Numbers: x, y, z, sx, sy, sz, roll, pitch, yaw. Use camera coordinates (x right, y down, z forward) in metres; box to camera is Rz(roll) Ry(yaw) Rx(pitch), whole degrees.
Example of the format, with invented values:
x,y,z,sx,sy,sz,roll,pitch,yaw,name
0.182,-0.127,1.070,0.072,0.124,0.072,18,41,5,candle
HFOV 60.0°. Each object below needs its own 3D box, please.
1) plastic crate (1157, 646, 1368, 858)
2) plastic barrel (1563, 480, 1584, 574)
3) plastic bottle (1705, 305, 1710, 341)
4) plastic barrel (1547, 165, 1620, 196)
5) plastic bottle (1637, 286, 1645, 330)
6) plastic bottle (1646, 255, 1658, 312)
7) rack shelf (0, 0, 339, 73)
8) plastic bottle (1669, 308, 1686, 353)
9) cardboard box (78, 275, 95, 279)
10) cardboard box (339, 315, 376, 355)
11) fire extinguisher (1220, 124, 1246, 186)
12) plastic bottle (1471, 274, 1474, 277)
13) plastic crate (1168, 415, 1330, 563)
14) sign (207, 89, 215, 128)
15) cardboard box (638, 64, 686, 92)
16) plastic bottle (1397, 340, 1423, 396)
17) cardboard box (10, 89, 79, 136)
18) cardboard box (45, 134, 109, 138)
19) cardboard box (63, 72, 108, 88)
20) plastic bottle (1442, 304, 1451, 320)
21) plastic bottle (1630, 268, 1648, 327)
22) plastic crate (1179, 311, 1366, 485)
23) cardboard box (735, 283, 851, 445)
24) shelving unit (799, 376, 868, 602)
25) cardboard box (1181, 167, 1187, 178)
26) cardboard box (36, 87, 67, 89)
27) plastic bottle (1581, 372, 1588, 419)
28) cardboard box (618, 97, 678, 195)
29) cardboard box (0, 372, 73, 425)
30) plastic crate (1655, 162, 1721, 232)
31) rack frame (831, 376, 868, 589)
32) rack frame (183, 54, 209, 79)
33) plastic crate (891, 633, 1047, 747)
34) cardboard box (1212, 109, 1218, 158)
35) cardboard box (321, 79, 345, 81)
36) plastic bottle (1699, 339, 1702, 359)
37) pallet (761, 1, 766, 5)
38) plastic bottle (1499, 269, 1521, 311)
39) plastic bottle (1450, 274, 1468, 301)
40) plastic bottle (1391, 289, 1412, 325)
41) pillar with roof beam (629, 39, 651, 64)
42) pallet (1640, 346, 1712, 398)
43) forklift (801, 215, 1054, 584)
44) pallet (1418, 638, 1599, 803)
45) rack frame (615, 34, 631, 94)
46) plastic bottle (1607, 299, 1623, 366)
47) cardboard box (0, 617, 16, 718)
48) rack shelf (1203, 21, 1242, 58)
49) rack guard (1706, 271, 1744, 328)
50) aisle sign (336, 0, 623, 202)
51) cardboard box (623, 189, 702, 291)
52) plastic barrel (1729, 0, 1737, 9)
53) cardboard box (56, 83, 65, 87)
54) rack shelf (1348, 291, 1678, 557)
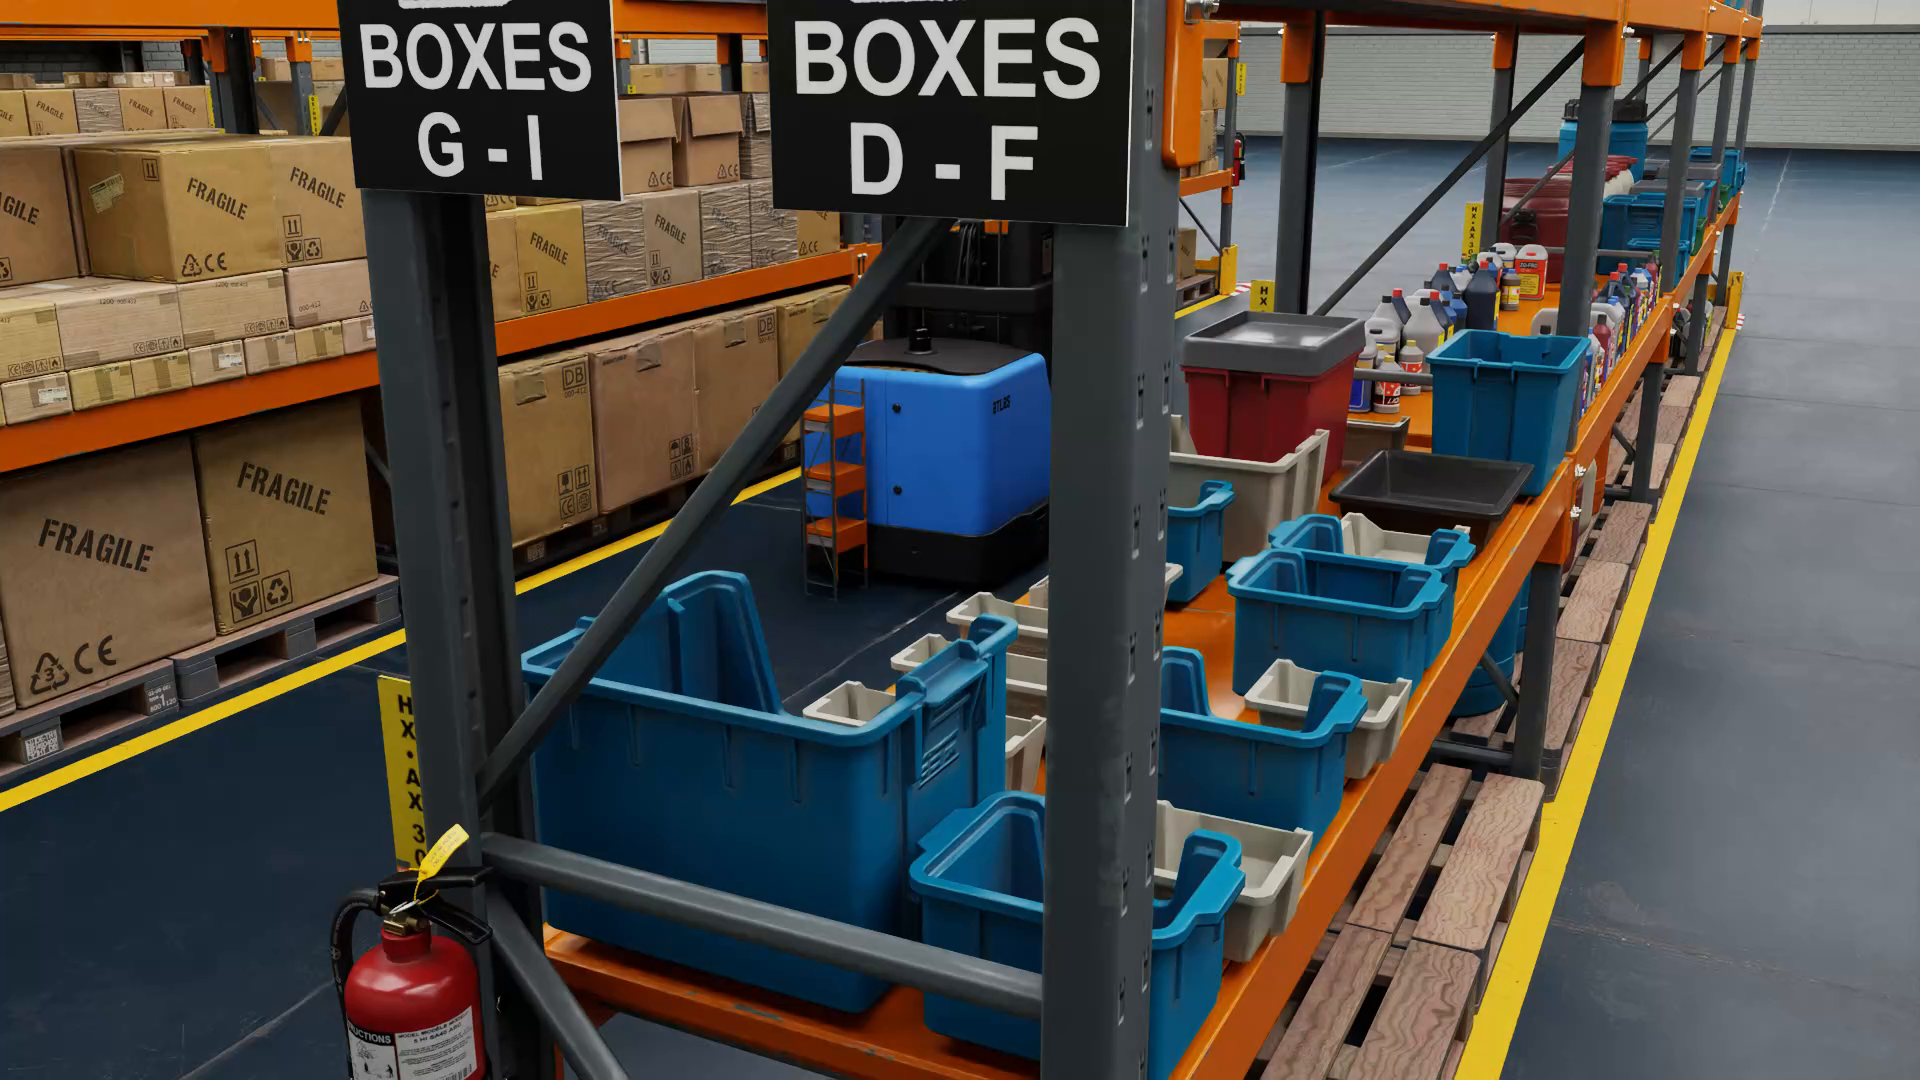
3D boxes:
x,y,z,sx,sy,sz,roll,pitch,yaw,name
0.447,0.354,2.752,0.416,0.233,0.300,8,18,25,plastic crate
2.615,-0.177,7.850,0.600,0.588,0.708,8,18,25,plastic barrel
6.116,-1.815,13.748,0.144,0.351,0.185,8,18,25,plastic bottle
3.965,-2.117,10.646,0.433,0.535,0.433,0,17,0,plastic barrel
3.135,-1.084,7.754,0.097,0.201,0.097,0,17,0,plastic bottle
3.421,-1.274,8.251,0.061,0.283,0.133,8,18,25,plastic bottle
-3.789,-1.741,5.613,1.077,0.370,4.000,8,18,25,rack shelf
5.713,-1.677,13.283,0.144,0.351,0.185,8,18,25,plastic bottle
-3.567,-1.016,6.917,0.500,0.250,0.500,8,18,25,cardboard box
-2.739,-0.918,7.287,0.380,0.149,0.250,8,18,26,cardboard box
2.930,-4.147,17.856,0.296,0.674,0.183,8,18,25,fire extinguisher
2.498,-1.204,8.158,0.097,0.201,0.097,0,17,0,plastic bottle
0.688,-0.134,4.309,0.437,0.282,0.530,8,18,25,plastic crate
-5.998,-3.458,13.365,0.100,0.325,0.005,8,18,25,sign
-3.376,-4.686,17.373,0.875,0.550,0.550,8,18,25,cardboard box
1.705,-0.656,6.312,0.097,0.201,0.097,0,17,0,plastic bottle
-9.108,-4.184,16.407,0.500,0.500,0.500,8,19,26,cardboard box
-6.350,-2.839,11.973,0.380,0.149,0.250,9,19,28,cardboard box
-9.106,-4.794,17.322,0.380,0.149,0.250,9,19,28,cardboard box
1.931,-0.818,6.734,0.097,0.271,0.097,0,17,0,plastic bottle
3.179,-1.142,7.827,0.097,0.271,0.097,0,17,0,plastic bottle
0.912,-0.391,4.855,0.402,0.464,0.583,8,18,25,plastic crate
-1.435,-1.186,10.743,1.225,0.875,0.875,7,18,23,cardboard box
-0.608,-0.250,8.022,0.215,1.050,0.252,11,20,32,shelving unit
2.072,-3.741,16.792,0.380,0.149,0.250,8,18,25,cardboard box
-9.329,-4.381,17.070,0.500,0.500,0.500,7,18,23,cardboard box
2.176,-0.537,5.913,0.097,0.201,0.097,0,17,0,plastic bottle
-2.037,-2.184,9.171,0.797,0.503,0.637,9,19,27,cardboard box
-3.427,-0.526,5.967,0.380,0.149,0.250,8,19,26,cardboard box
5.167,-2.433,11.837,0.402,0.464,0.583,8,18,25,plastic crate
-0.540,-0.279,8.119,0.200,1.050,0.008,11,20,32,rack frame
-10.841,-6.105,24.312,1.000,3.000,0.127,8,18,25,rack frame
0.093,0.286,3.149,0.396,0.136,0.243,8,18,25,plastic crate
2.196,-4.268,17.427,0.875,0.500,0.500,8,18,25,cardboard box
-5.066,-3.602,13.953,0.700,0.500,0.500,8,18,25,cardboard box
5.736,-1.512,12.988,0.097,0.201,0.097,0,17,0,plastic bottle
-1.349,-3.353,10.108,1.213,0.211,1.003,9,19,28,pallet
2.753,-1.253,8.323,0.097,0.201,0.097,0,17,0,plastic bottle
2.220,-1.064,7.557,0.152,0.276,0.135,8,18,25,plastic bottle
1.736,-0.827,6.625,0.144,0.351,0.185,8,18,25,plastic bottle
-2.745,-11.427,31.694,9.100,9.000,0.400,8,18,25,pillar with roof beam
5.447,-1.394,13.347,1.003,0.211,1.213,8,18,25,pallet
0.257,-1.569,9.158,1.130,2.935,3.031,7,18,23,forklift
1.917,0.618,6.572,1.003,0.211,1.213,8,18,25,pallet
-3.713,-3.852,16.725,1.000,3.000,0.127,8,18,25,rack frame
2.677,-0.856,6.864,0.097,0.271,0.097,0,17,0,plastic bottle
-4.062,0.274,5.829,0.875,0.875,0.875,8,18,25,cardboard box
1.573,-4.798,15.904,1.077,0.370,4.000,8,18,25,rack shelf
6.906,-2.360,16.093,1.175,0.500,0.348,8,18,25,rack guard
-0.546,-0.774,1.795,0.394,0.787,0.004,8,18,25,aisle sign
-1.792,-1.679,9.232,0.500,0.500,0.500,8,19,26,cardboard box
4.785,-3.919,10.804,0.600,0.901,0.600,0,17,0,plastic barrel
-11.780,-5.898,21.775,0.380,0.149,0.250,8,18,24,cardboard box
2.429,-0.692,7.349,1.077,0.370,4.000,8,18,25,rack shelf
